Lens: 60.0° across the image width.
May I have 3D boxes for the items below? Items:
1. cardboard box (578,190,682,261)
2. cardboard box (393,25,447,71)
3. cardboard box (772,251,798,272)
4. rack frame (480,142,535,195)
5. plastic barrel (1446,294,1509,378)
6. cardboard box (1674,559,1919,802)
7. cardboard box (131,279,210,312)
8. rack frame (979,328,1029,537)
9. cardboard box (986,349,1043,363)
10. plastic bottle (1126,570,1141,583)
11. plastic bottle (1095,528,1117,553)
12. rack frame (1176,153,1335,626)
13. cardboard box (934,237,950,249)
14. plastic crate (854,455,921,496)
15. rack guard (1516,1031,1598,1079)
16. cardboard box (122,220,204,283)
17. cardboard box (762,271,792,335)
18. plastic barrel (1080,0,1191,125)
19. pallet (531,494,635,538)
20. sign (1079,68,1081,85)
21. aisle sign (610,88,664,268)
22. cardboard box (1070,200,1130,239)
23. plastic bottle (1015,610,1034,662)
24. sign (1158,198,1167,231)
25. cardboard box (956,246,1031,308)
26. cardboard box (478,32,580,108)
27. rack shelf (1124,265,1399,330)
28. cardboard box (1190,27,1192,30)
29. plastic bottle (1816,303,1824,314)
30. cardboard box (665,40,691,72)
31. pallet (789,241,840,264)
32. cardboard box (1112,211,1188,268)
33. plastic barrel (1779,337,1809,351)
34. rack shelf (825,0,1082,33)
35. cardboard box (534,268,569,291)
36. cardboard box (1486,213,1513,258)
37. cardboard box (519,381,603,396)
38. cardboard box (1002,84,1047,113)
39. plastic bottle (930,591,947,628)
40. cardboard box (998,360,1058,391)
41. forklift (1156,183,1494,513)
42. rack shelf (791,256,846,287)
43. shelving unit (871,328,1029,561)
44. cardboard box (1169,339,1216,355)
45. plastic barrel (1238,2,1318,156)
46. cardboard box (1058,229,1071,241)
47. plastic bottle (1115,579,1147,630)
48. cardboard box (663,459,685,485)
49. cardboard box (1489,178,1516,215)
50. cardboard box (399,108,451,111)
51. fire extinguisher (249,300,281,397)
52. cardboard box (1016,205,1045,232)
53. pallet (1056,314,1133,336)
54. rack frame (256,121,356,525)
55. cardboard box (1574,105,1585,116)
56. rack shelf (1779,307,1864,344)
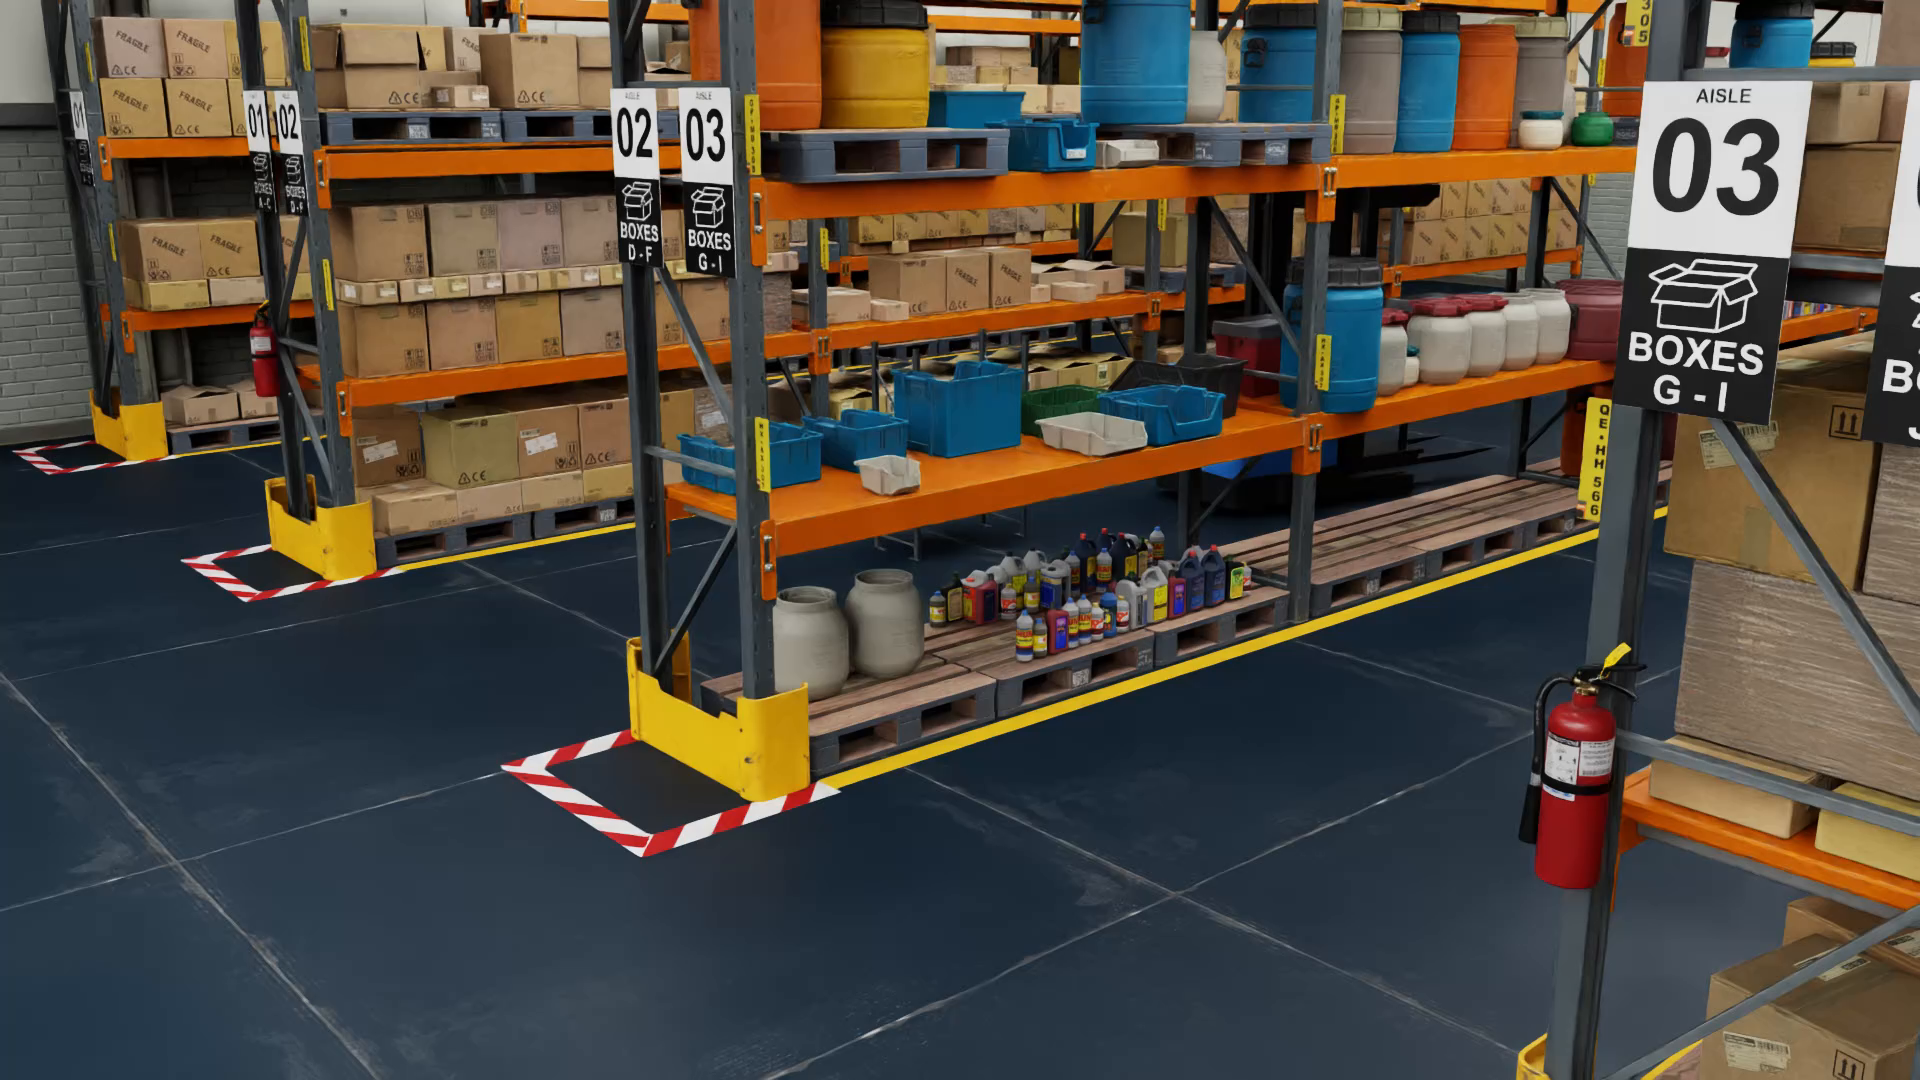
[{"bbox_3d":[-2.544,-2.419,12.787,0.500,0.500,0.700,-13,20,-39],"label":"cardboard box"},{"bbox_3d":[-5.318,-4.712,16.096,0.500,0.500,0.500,-11,19,-36],"label":"cardboard box"},{"bbox_3d":[-1.519,-2.265,13.466,0.250,0.149,0.380,-13,20,-39],"label":"cardboard box"},{"bbox_3d":[-4.710,-2.955,17.500,0.127,3.000,1.000,-13,19,-39],"label":"rack frame"},{"bbox_3d":[3.539,-1.409,11.448,0.433,0.535,0.433,0,15,0],"label":"plastic barrel"},{"bbox_3d":[2.461,0.336,4.410,0.500,0.500,0.875,-13,19,-39],"label":"cardboard box"},{"bbox_3d":[-7.150,-2.235,15.058,0.500,0.250,0.500,-13,20,-41],"label":"cardboard box"},{"bbox_3d":[0.319,-0.796,12.325,0.032,1.500,0.500,-13,19,-39],"label":"rack frame"},{"bbox_3d":[0.584,-1.692,16.199,0.500,0.311,0.500,-13,20,-41],"label":"cardboard box"},{"bbox_3d":[1.022,0.310,9.686,0.133,0.283,0.061,-13,19,-39],"label":"plastic bottle"},{"bbox_3d":[0.913,0.097,10.355,0.185,0.351,0.144,-12,19,-38],"label":"plastic bottle"},{"bbox_3d":[1.794,-1.026,10.279,0.127,3.000,1.000,-13,19,-39],"label":"rack frame"},{"bbox_3d":[-0.339,-3.755,20.943,0.250,0.149,0.380,-12,19,-39],"label":"cardboard box"},{"bbox_3d":[-0.337,-0.310,8.109,0.250,0.136,0.298,-13,19,-39],"label":"plastic crate"},{"bbox_3d":[2.085,1.810,4.503,0.348,0.500,1.175,-13,19,-39],"label":"rack guard"},{"bbox_3d":[-7.170,-2.599,14.967,0.500,0.500,0.500,-13,19,-39],"label":"cardboard box"},{"bbox_3d":[-1.786,-1.963,13.593,0.500,0.500,0.700,-13,20,-41],"label":"cardboard box"},{"bbox_3d":[0.973,-2.773,9.220,0.708,0.901,0.600,-13,19,-39],"label":"plastic barrel"},{"bbox_3d":[-3.003,-0.310,13.000,1.213,0.211,1.003,-13,19,-39],"label":"pallet"},{"bbox_3d":[1.208,-4.474,16.371,0.005,0.325,0.100,-13,19,-39],"label":"sign"},{"bbox_3d":[-1.473,-1.650,7.578,0.004,0.787,0.394,-13,19,-39],"label":"aisle sign"},{"bbox_3d":[1.745,-4.544,22.867,0.700,0.700,0.980,-12,19,-39],"label":"cardboard box"},{"bbox_3d":[0.349,0.511,8.960,0.097,0.271,0.097,0,15,0],"label":"plastic bottle"},{"bbox_3d":[1.929,-3.121,15.877,0.005,0.325,0.100,-13,19,-39],"label":"sign"},{"bbox_3d":[0.308,-2.430,15.340,0.500,0.500,0.500,-14,20,-42],"label":"cardboard box"},{"bbox_3d":[-3.040,-3.310,11.737,0.500,0.500,0.500,-13,19,-39],"label":"cardboard box"},{"bbox_3d":[3.071,-2.660,17.790,4.000,0.370,1.077,-13,19,-39],"label":"rack shelf"},{"bbox_3d":[1.896,-4.722,16.172,0.500,0.500,0.500,-13,19,-39],"label":"cardboard box"},{"bbox_3d":[7.599,-2.147,14.702,0.133,0.283,0.061,-13,19,-39],"label":"plastic bottle"},{"bbox_3d":[-2.008,-3.725,13.292,0.500,0.500,0.500,-11,18,-35],"label":"cardboard box"},{"bbox_3d":[-2.160,-3.398,19.532,1.003,0.211,1.213,-13,19,-39],"label":"pallet"},{"bbox_3d":[1.964,-3.049,16.843,0.700,0.500,0.500,8,17,28],"label":"cardboard box"},{"bbox_3d":[7.407,-1.482,15.237,0.708,0.901,0.600,-13,19,-39],"label":"plastic barrel"},{"bbox_3d":[0.054,-4.688,14.530,4.000,0.370,1.077,-13,19,-39],"label":"rack shelf"},{"bbox_3d":[-3.065,-1.918,12.168,0.250,0.149,0.380,-13,20,-40],"label":"cardboard box"},{"bbox_3d":[6.289,-3.686,20.043,0.500,0.500,0.500,-13,20,-40],"label":"cardboard box"},{"bbox_3d":[-3.140,-0.956,13.077,0.500,0.500,0.500,-13,19,-39],"label":"cardboard box"},{"bbox_3d":[0.435,-3.973,14.978,0.500,0.250,0.500,-13,20,-40],"label":"cardboard box"},{"bbox_3d":[-0.126,0.394,9.531,0.097,0.201,0.097,0,15,0],"label":"plastic bottle"},{"bbox_3d":[0.559,-1.503,15.493,0.500,0.311,0.500,-13,20,-40],"label":"cardboard box"},{"bbox_3d":[3.146,-1.884,13.623,3.031,2.935,1.130,-8,17,-29],"label":"forklift"},{"bbox_3d":[-3.201,-2.946,18.861,4.000,0.370,1.077,-13,19,-39],"label":"rack shelf"},{"bbox_3d":[-0.064,-0.710,12.002,1.048,1.500,0.538,-13,19,-39],"label":"shelving unit"},{"bbox_3d":[2.485,-1.785,17.111,0.500,0.500,0.500,-14,20,-41],"label":"cardboard box"},{"bbox_3d":[2.035,-2.846,10.308,0.708,0.901,0.600,-13,19,-39],"label":"plastic barrel"},{"bbox_3d":[1.256,-4.086,22.182,0.250,0.149,0.380,-12,19,-39],"label":"cardboard box"},{"bbox_3d":[0.984,0.356,9.529,0.135,0.276,0.152,-12,19,-38],"label":"plastic bottle"},{"bbox_3d":[-2.412,-0.574,13.101,0.500,0.250,0.500,-13,19,-39],"label":"cardboard box"},{"bbox_3d":[6.286,-4.165,19.899,0.500,0.500,0.500,-12,19,-38],"label":"cardboard box"},{"bbox_3d":[-5.318,-4.245,16.285,0.500,0.500,0.500,14,20,42],"label":"cardboard box"},{"bbox_3d":[-4.867,-1.347,11.628,0.183,0.674,0.296,-13,19,-39],"label":"fire extinguisher"},{"bbox_3d":[0.764,-4.296,21.712,0.500,0.500,0.500,-12,19,-39],"label":"cardboard box"},{"bbox_3d":[1.951,-3.076,23.358,1.213,0.211,1.003,-13,19,-39],"label":"pallet"},{"bbox_3d":[-4.472,-1.313,11.355,0.127,3.000,1.000,-13,19,-39],"label":"rack frame"},{"bbox_3d":[7.383,-5.262,20.616,0.500,0.250,0.500,-13,19,-39],"label":"cardboard box"},{"bbox_3d":[6.320,-1.695,14.177,4.000,0.370,1.077,-13,19,-39],"label":"rack shelf"}]
